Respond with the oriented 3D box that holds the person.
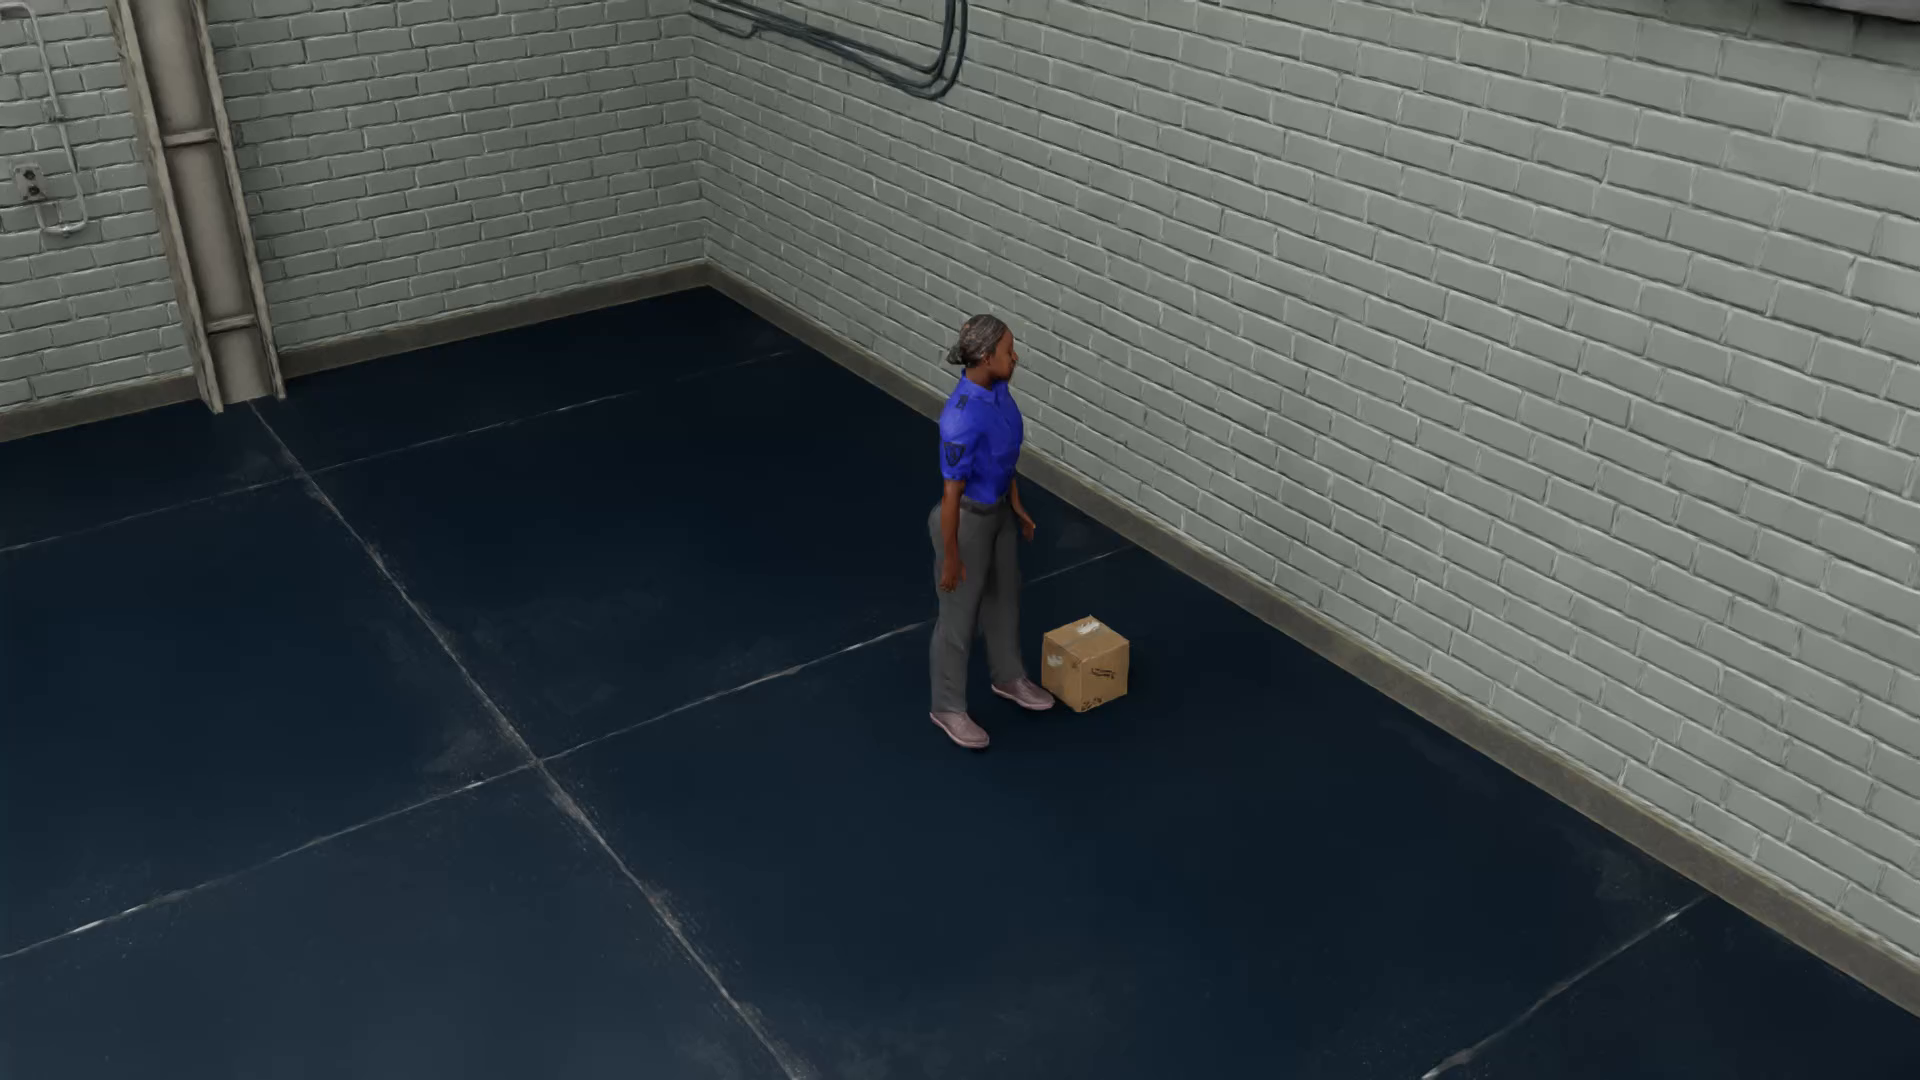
[{"bbox_3d":[0.119,-0.028,6.142,0.463,1.665,0.495,10,30,18],"label":"person"}]
